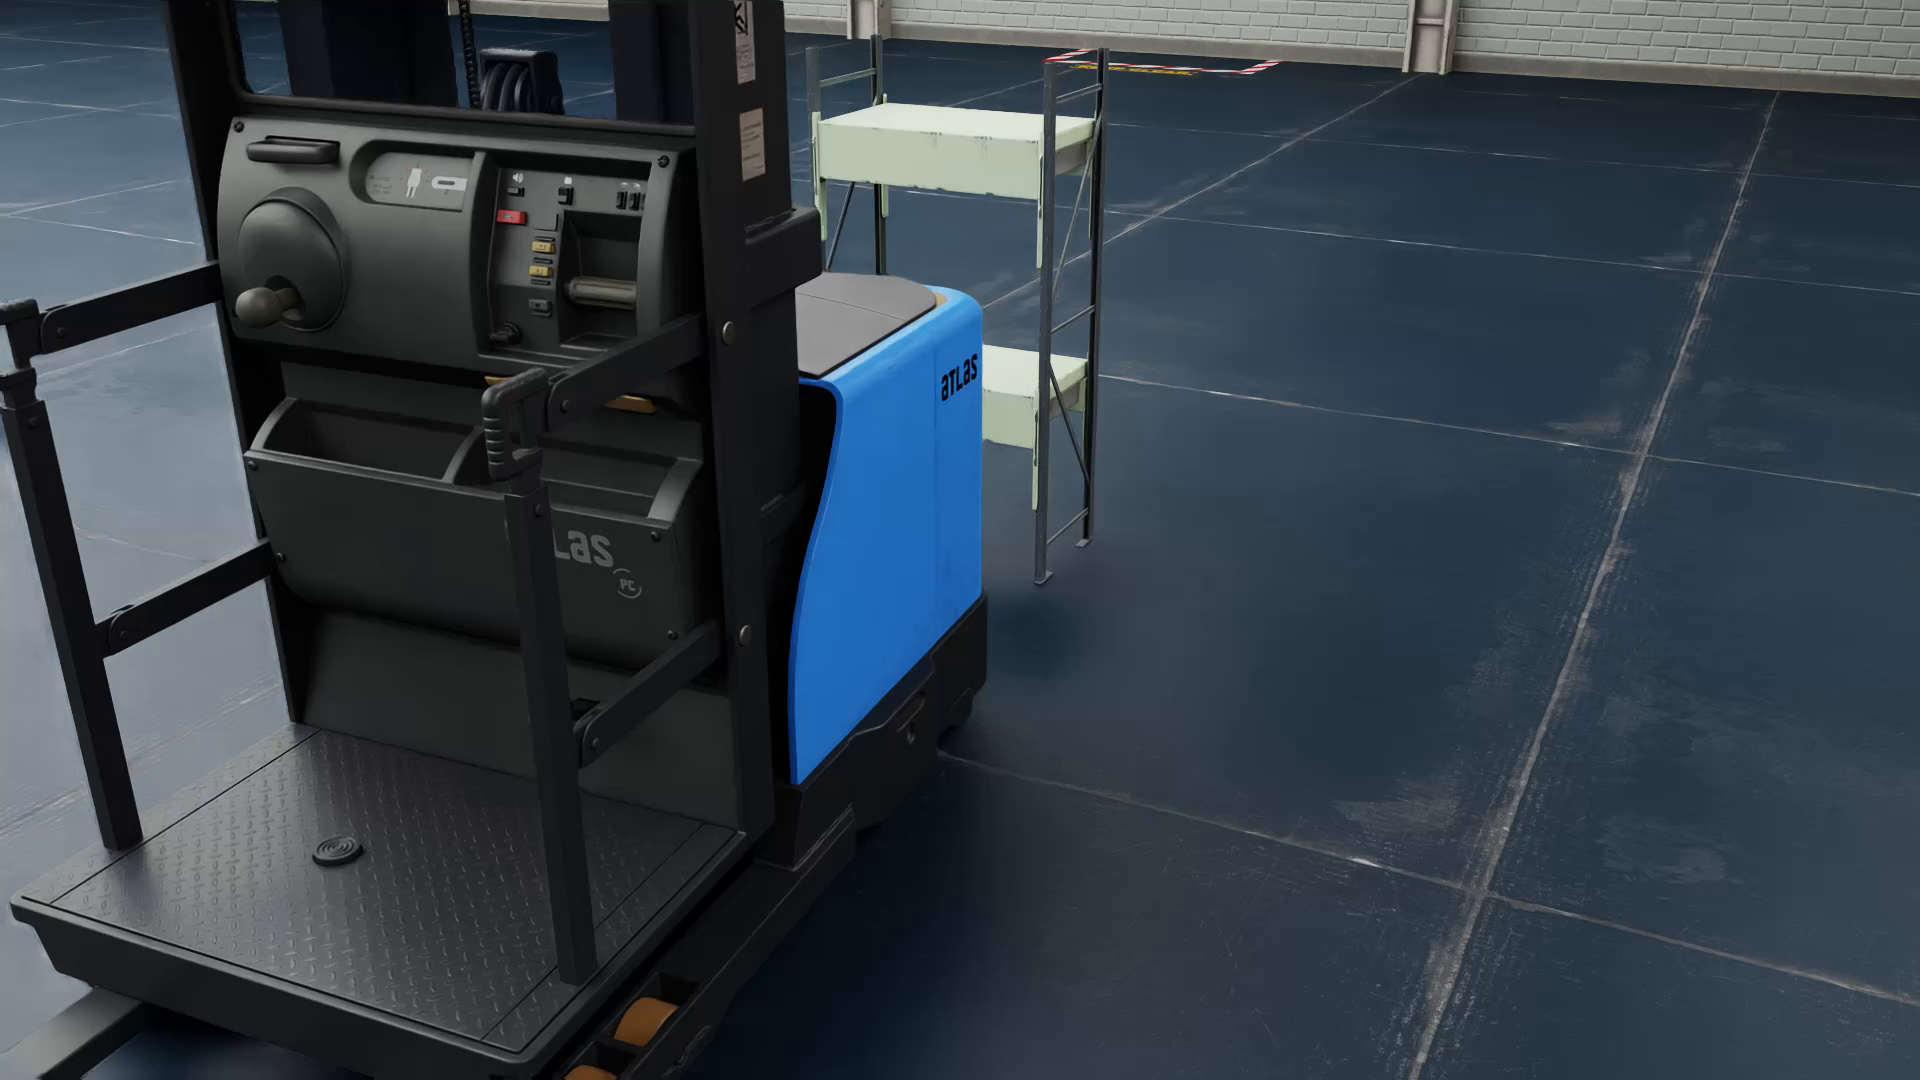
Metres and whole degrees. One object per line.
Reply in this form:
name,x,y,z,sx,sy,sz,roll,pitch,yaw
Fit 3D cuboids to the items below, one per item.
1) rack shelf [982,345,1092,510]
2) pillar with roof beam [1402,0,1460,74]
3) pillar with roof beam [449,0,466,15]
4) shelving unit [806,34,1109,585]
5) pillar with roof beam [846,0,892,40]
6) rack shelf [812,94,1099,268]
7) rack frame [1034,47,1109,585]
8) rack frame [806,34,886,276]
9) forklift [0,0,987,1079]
rack shelf,-0.006,-0.391,5.087,0.720,0.370,0.431,11,25,25
pillar with roof beam,2.431,-7.029,10.280,0.400,9.000,9.100,11,25,25
pillar with roof beam,-8.278,-9.148,15.263,0.400,9.000,9.100,11,25,25
shelving unit,-0.006,-0.691,4.959,0.755,1.500,0.431,11,25,25
pillar with roof beam,-2.923,-8.089,12.772,0.400,9.000,9.100,11,25,25
rack shelf,-0.006,-1.050,4.807,0.720,0.370,0.431,11,25,25
rack frame,0.321,-0.627,4.807,0.023,1.500,0.400,11,25,25
rack frame,-0.333,-0.756,5.111,0.023,1.500,0.400,11,25,25
forklift,-0.969,-0.487,2.650,1.130,2.935,3.031,9,25,21
